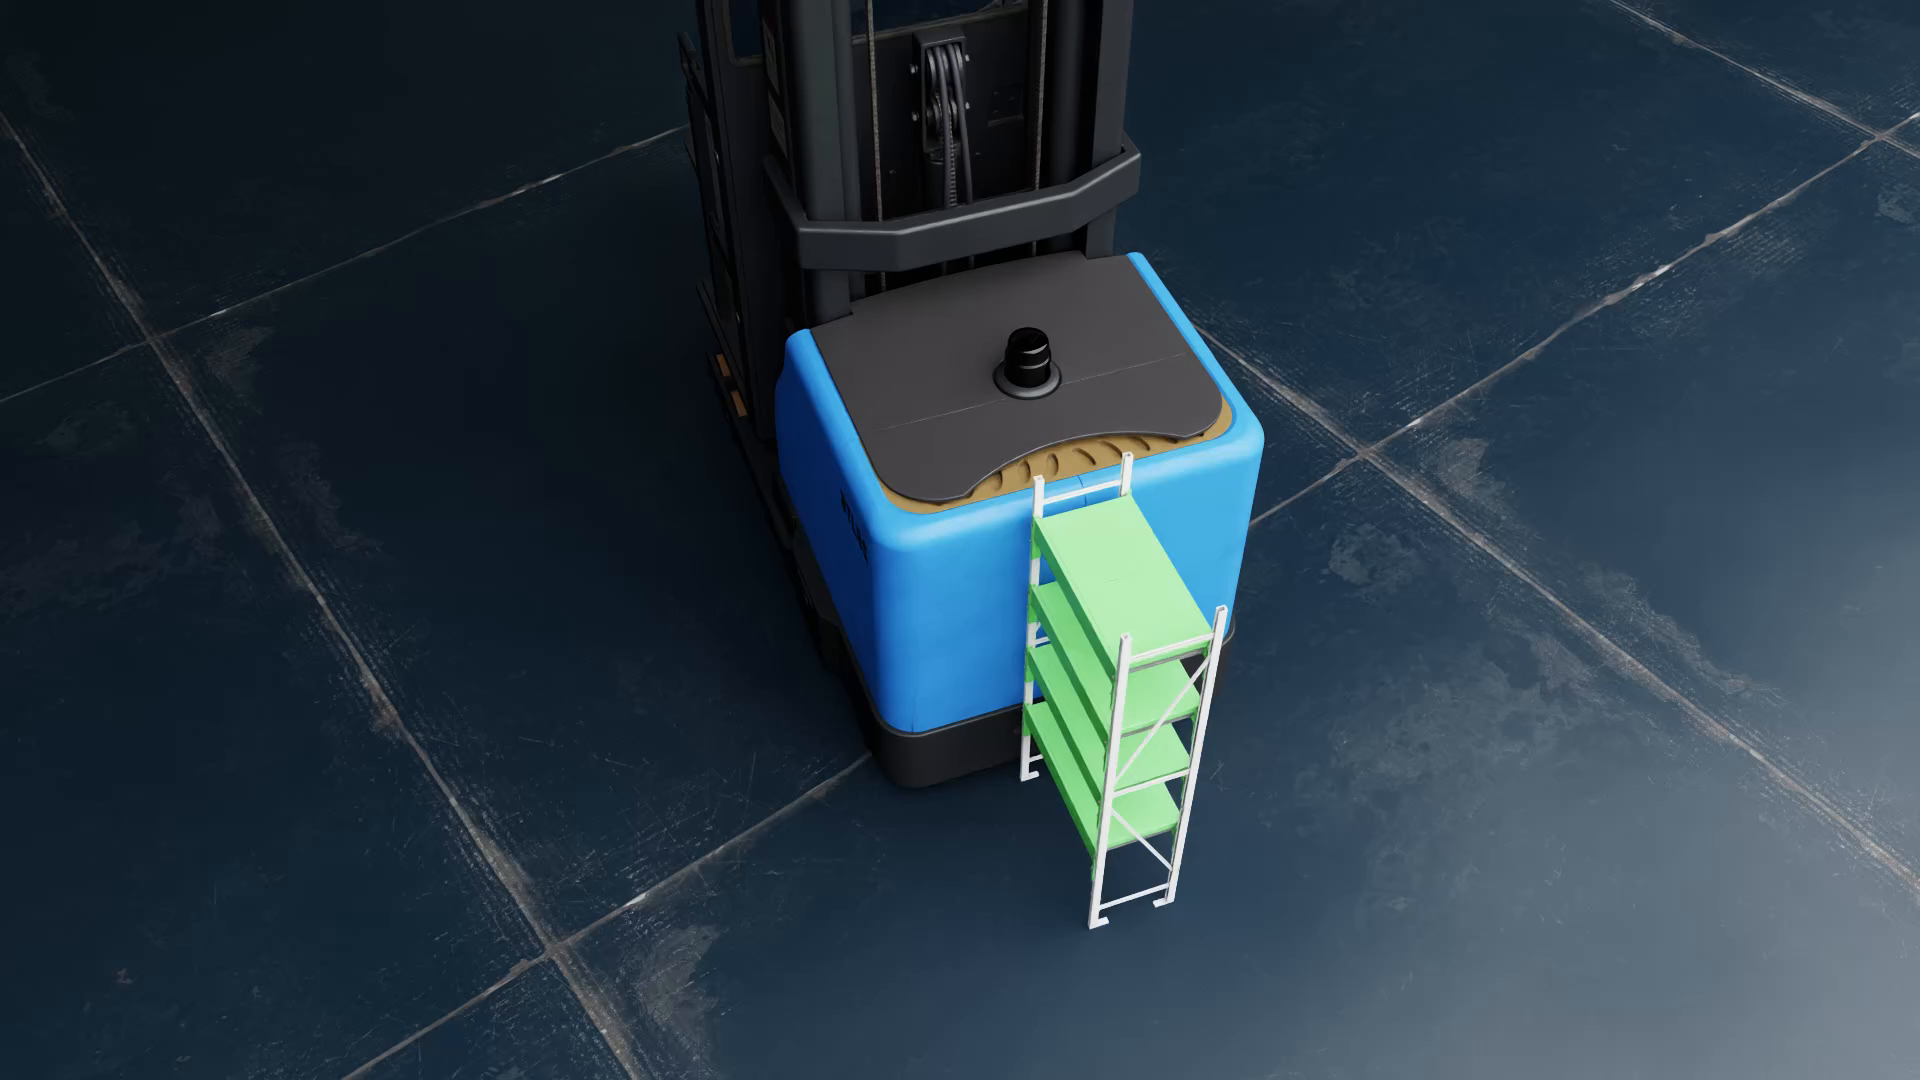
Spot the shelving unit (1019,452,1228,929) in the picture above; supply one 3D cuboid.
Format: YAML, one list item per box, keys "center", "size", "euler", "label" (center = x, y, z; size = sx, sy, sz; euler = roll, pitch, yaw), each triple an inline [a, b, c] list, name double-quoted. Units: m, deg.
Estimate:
- center: [0.365, 0.405, 4.073]
  size: [0.258, 1.200, 0.503]
  euler: [-15, 50, -13]
  label: "shelving unit"

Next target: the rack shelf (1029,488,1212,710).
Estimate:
- center: [0.365, 0.126, 3.764]
  size: [0.258, 0.148, 0.480]
  euler: [-15, 50, -13]
  label: "rack shelf"

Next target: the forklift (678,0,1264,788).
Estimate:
- center: [-0.216, -1.423, 4.562]
  size: [1.130, 2.935, 3.031]
  euler: [-15, 50, -13]
  label: "forklift"

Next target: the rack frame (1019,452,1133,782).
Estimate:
- center: [0.281, 0.235, 4.227]
  size: [0.240, 1.200, 0.015]
  euler: [-15, 50, -13]
  label: "rack frame"

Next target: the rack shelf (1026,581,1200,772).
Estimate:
- center: [0.365, 0.287, 3.942]
  size: [0.258, 0.148, 0.480]
  euler: [-15, 50, -13]
  label: "rack shelf"

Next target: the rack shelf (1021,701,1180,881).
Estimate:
- center: [0.365, 0.609, 4.298]
  size: [0.258, 0.148, 0.480]
  euler: [-15, 50, -13]
  label: "rack shelf"

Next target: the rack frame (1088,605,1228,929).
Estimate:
- center: [0.448, 0.575, 3.919]
  size: [0.240, 1.200, 0.015]
  euler: [-15, 50, -13]
  label: "rack frame"

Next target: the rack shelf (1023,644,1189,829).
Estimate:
- center: [0.365, 0.448, 4.120]
  size: [0.258, 0.148, 0.480]
  euler: [-15, 50, -13]
  label: "rack shelf"
